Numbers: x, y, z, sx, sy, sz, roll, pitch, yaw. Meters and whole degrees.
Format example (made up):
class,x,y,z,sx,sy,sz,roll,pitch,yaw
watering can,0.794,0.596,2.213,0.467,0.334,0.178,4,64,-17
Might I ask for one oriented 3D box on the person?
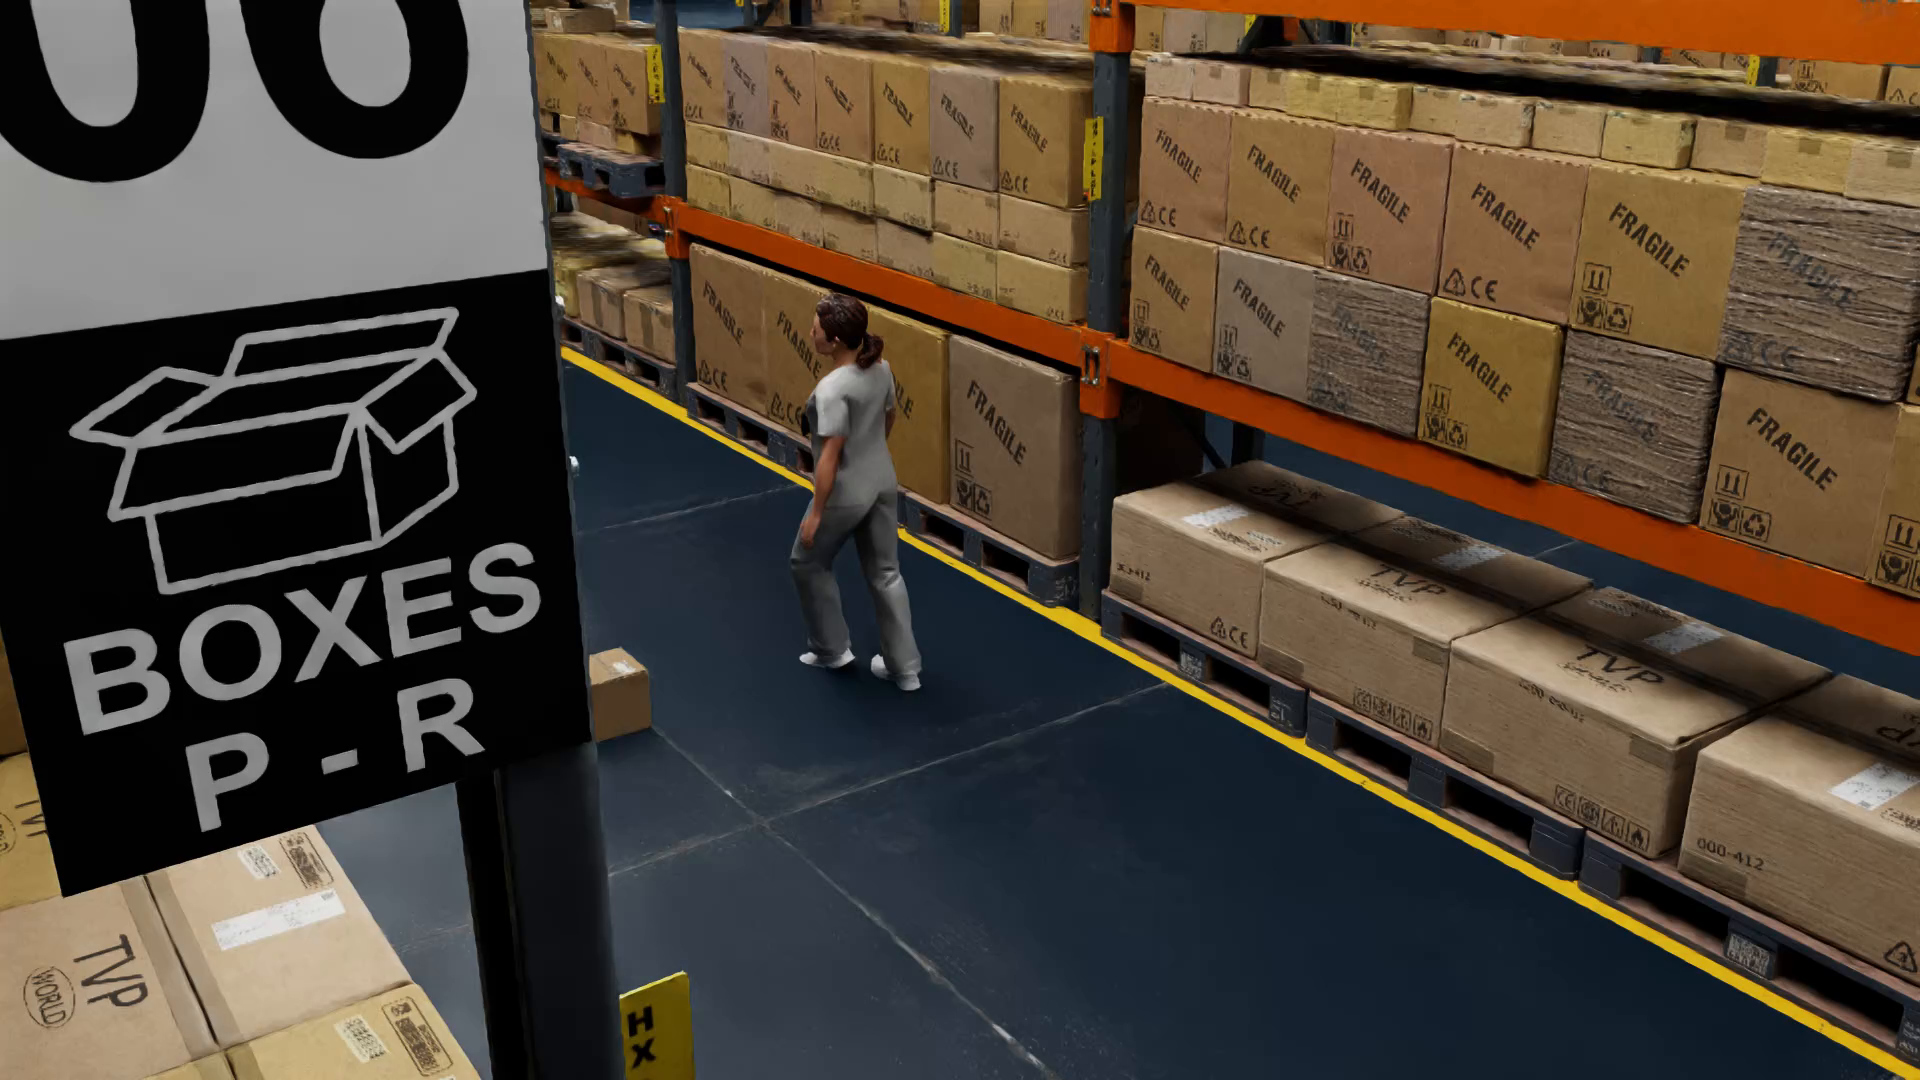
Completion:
class,x,y,z,sx,sy,sz,roll,pitch,yaw
person,-0.482,-0.163,6.611,0.630,1.689,0.571,17,27,37
